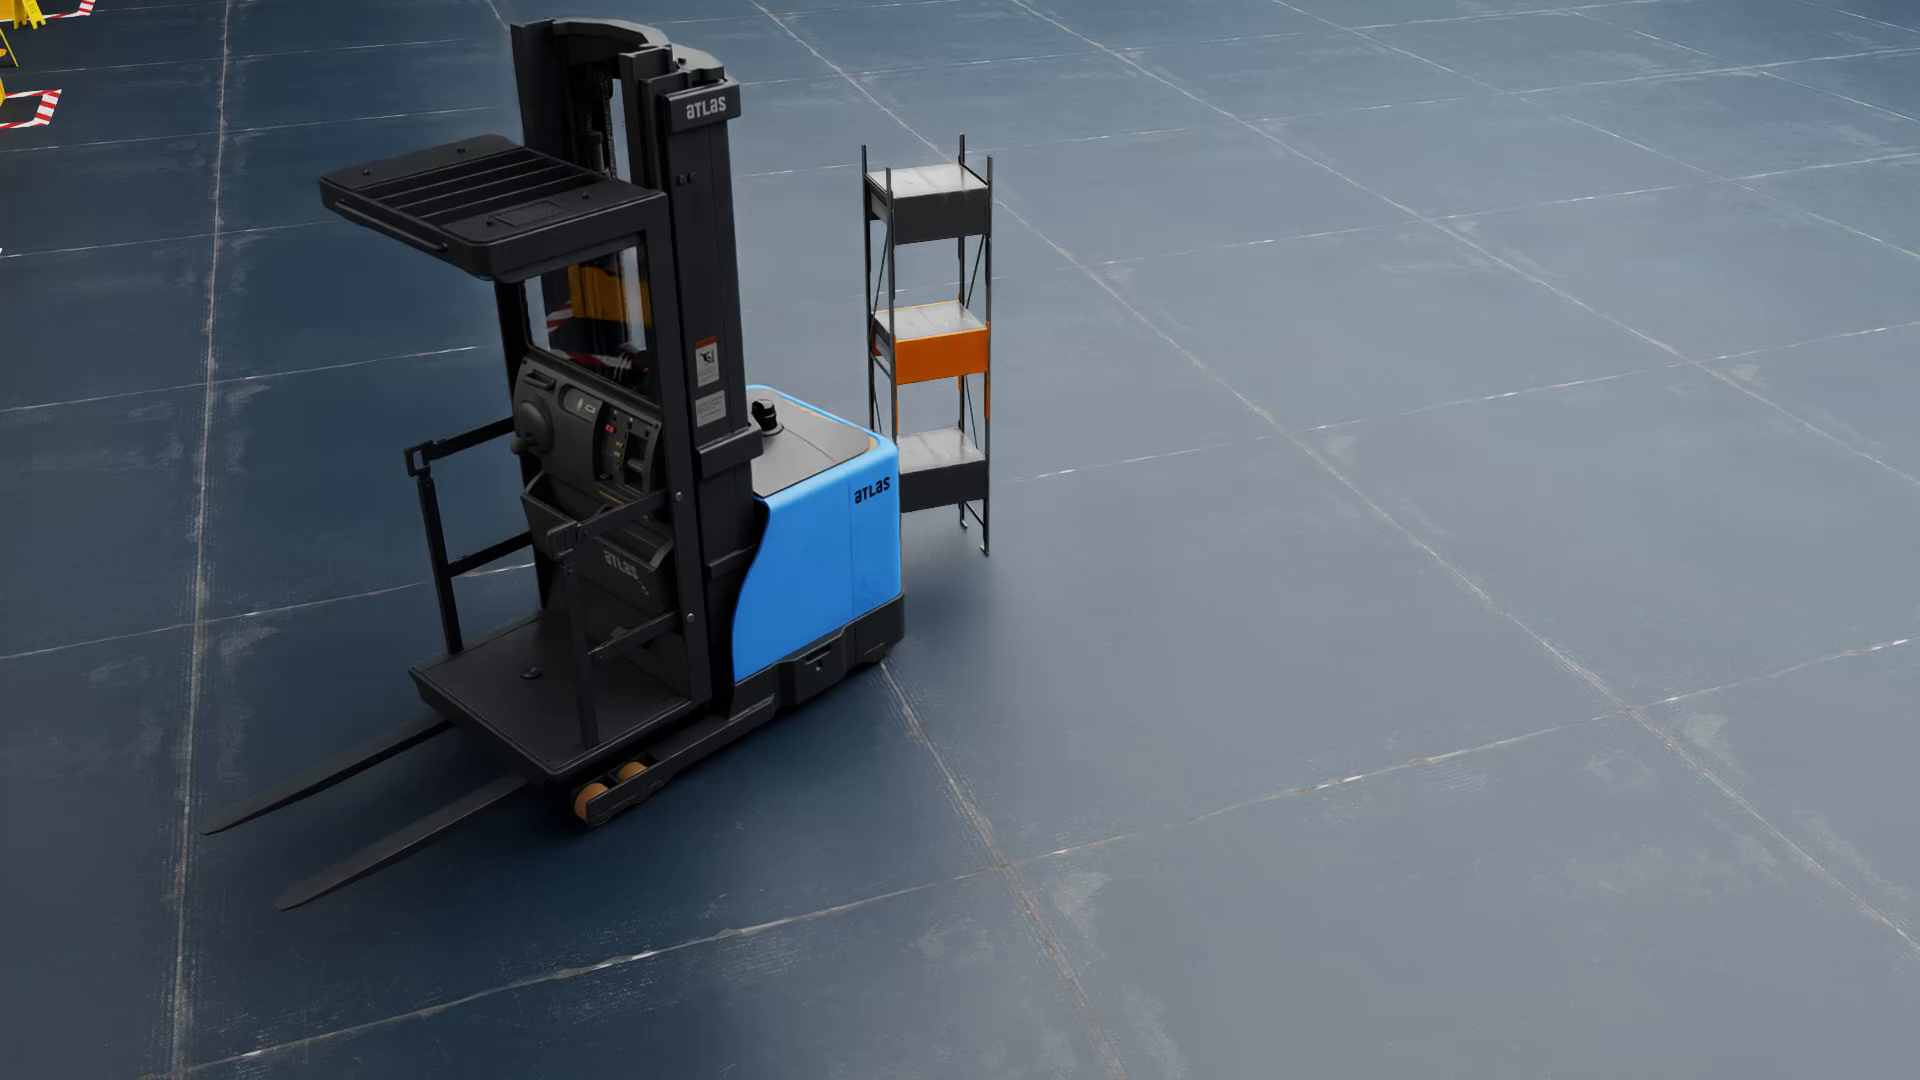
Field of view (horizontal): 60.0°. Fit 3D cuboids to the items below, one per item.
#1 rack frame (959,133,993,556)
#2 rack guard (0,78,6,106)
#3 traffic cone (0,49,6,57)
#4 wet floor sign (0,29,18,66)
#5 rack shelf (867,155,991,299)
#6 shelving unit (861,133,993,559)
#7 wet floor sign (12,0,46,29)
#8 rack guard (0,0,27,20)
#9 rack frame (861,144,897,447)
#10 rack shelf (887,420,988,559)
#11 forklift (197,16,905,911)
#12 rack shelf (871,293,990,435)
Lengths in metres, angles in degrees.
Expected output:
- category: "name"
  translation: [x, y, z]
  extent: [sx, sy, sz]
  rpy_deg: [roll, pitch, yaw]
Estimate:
- category: "rack frame"
  translation: [0.074, -0.926, 8.254]
  extent: [0.015, 2.100, 0.400]
  rpy_deg: [-10, 31, -18]
- category: "rack guard"
  translation: [-9.394, -4.310, 15.809]
  extent: [0.348, 0.500, 1.175]
  rpy_deg: [-10, 31, -18]
- category: "traffic cone"
  translation: [-10.485, -5.439, 17.830]
  extent: [0.334, 0.463, 0.336]
  rpy_deg: [-10, 31, -18]
- category: "wet floor sign"
  translation: [-10.080, -5.292, 17.387]
  extent: [0.232, 0.644, 0.267]
  rpy_deg: [-16, 33, -26]
- category: "rack shelf"
  translation: [-0.155, -1.480, 7.840]
  extent: [0.480, 0.518, 0.431]
  rpy_deg: [-10, 31, -18]
- category: "shelving unit"
  translation: [-0.155, -0.884, 8.180]
  extent: [0.503, 2.100, 0.431]
  rpy_deg: [-10, 31, -18]
- category: "wet floor sign"
  translation: [-10.686, -6.184, 18.953]
  extent: [0.232, 0.644, 0.267]
  rpy_deg: [0, 30, 0]
- category: "rack guard"
  translation: [-11.309, -6.571, 19.779]
  extent: [0.348, 0.500, 1.175]
  rpy_deg: [-10, 31, -18]
- category: "rack frame"
  translation: [-0.384, -0.842, 8.106]
  extent: [0.015, 2.100, 0.400]
  rpy_deg: [-10, 31, -18]
- category: "rack shelf"
  translation: [-0.155, -0.264, 8.533]
  extent: [0.480, 0.518, 0.431]
  rpy_deg: [-10, 31, -18]
- category: "forklift"
  translation: [-1.637, -0.407, 6.503]
  extent: [1.130, 2.935, 3.031]
  rpy_deg: [25, 38, 37]
- category: "rack shelf"
  translation: [-0.155, -0.872, 8.187]
  extent: [0.480, 0.518, 0.431]
  rpy_deg: [-10, 31, -18]
